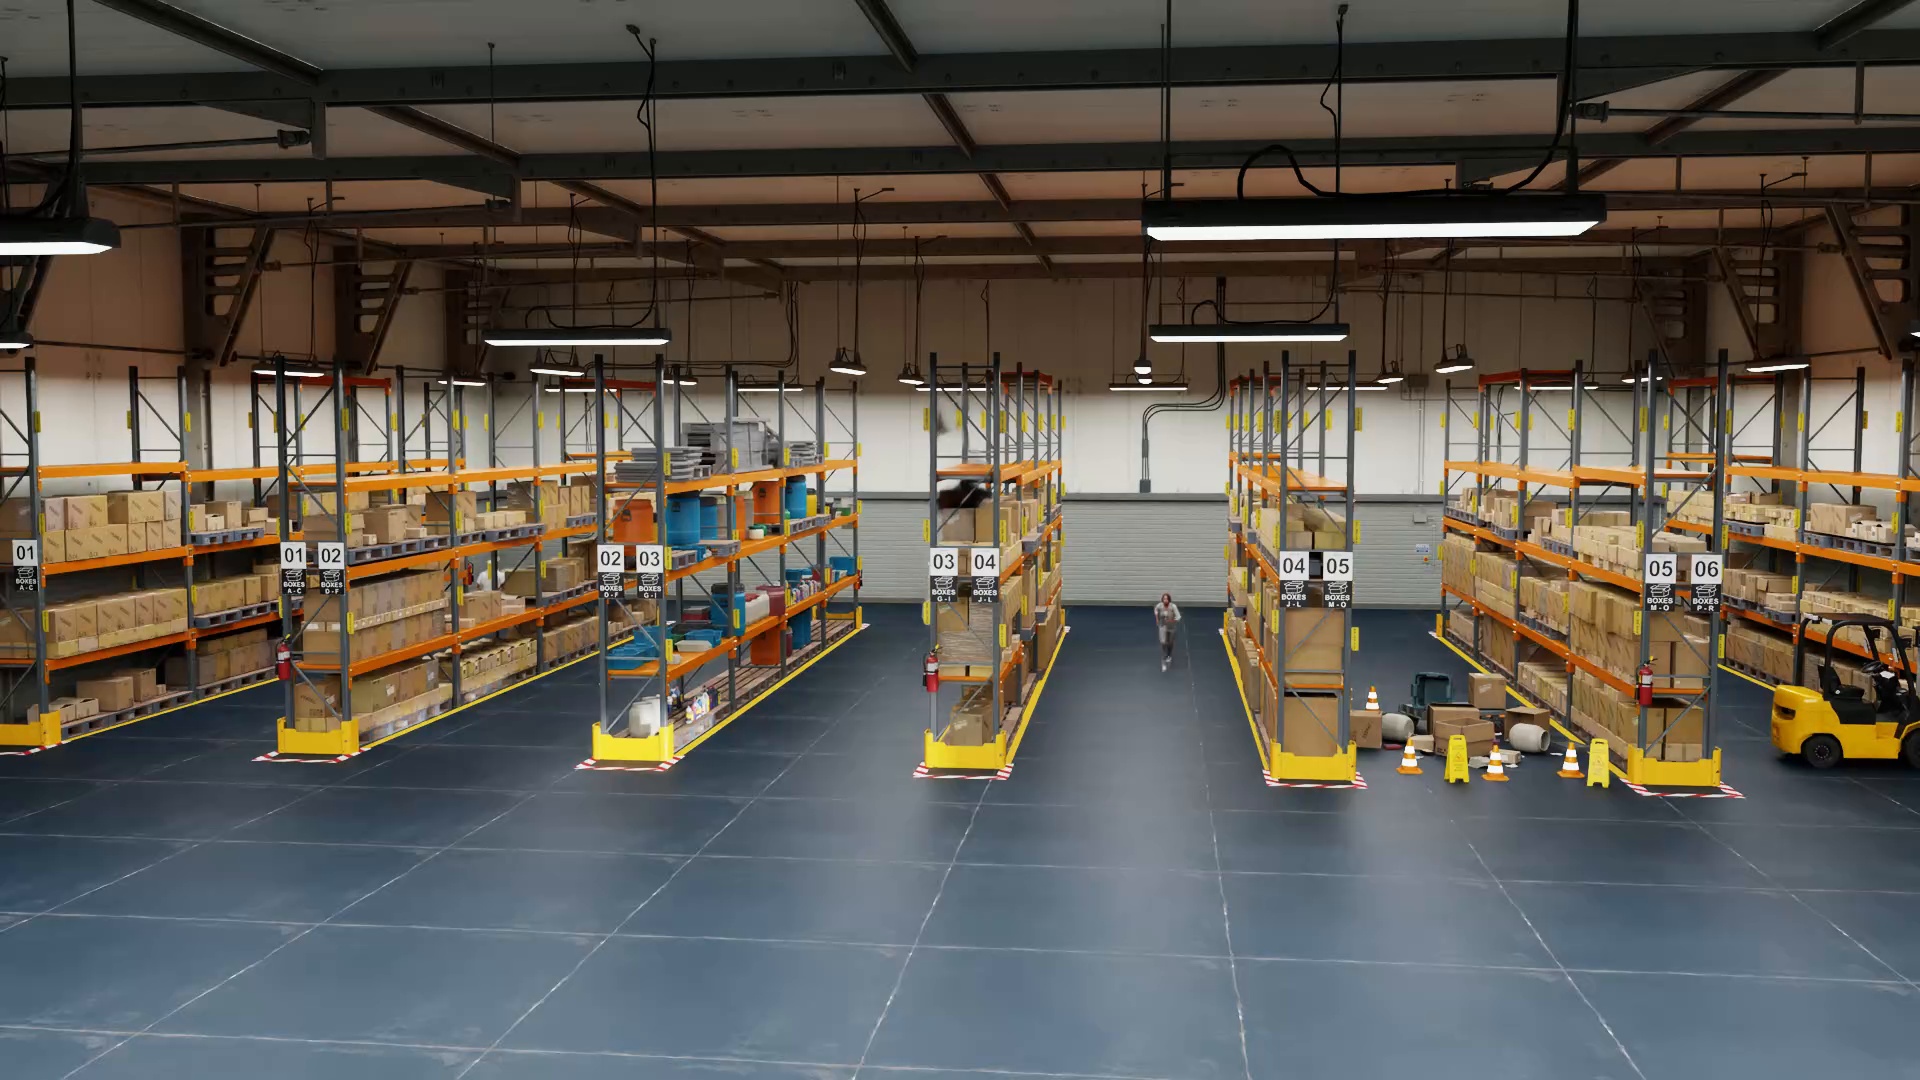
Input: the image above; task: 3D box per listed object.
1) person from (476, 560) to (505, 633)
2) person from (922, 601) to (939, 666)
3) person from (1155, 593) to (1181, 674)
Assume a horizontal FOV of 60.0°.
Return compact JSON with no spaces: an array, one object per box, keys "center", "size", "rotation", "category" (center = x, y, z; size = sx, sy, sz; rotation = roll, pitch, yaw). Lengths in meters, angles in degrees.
[{"center":[-11.188,1.337,39.603],"size":[0.706,1.725,0.583],"rotation":[0,4,1],"category":"person"},{"center":[-0.484,1.786,33.856],"size":[0.566,1.647,0.875],"rotation":[0,4,4],"category":"person"},{"center":[4.194,1.855,33.579],"size":[0.539,1.579,0.945],"rotation":[1,4,10],"category":"person"}]
